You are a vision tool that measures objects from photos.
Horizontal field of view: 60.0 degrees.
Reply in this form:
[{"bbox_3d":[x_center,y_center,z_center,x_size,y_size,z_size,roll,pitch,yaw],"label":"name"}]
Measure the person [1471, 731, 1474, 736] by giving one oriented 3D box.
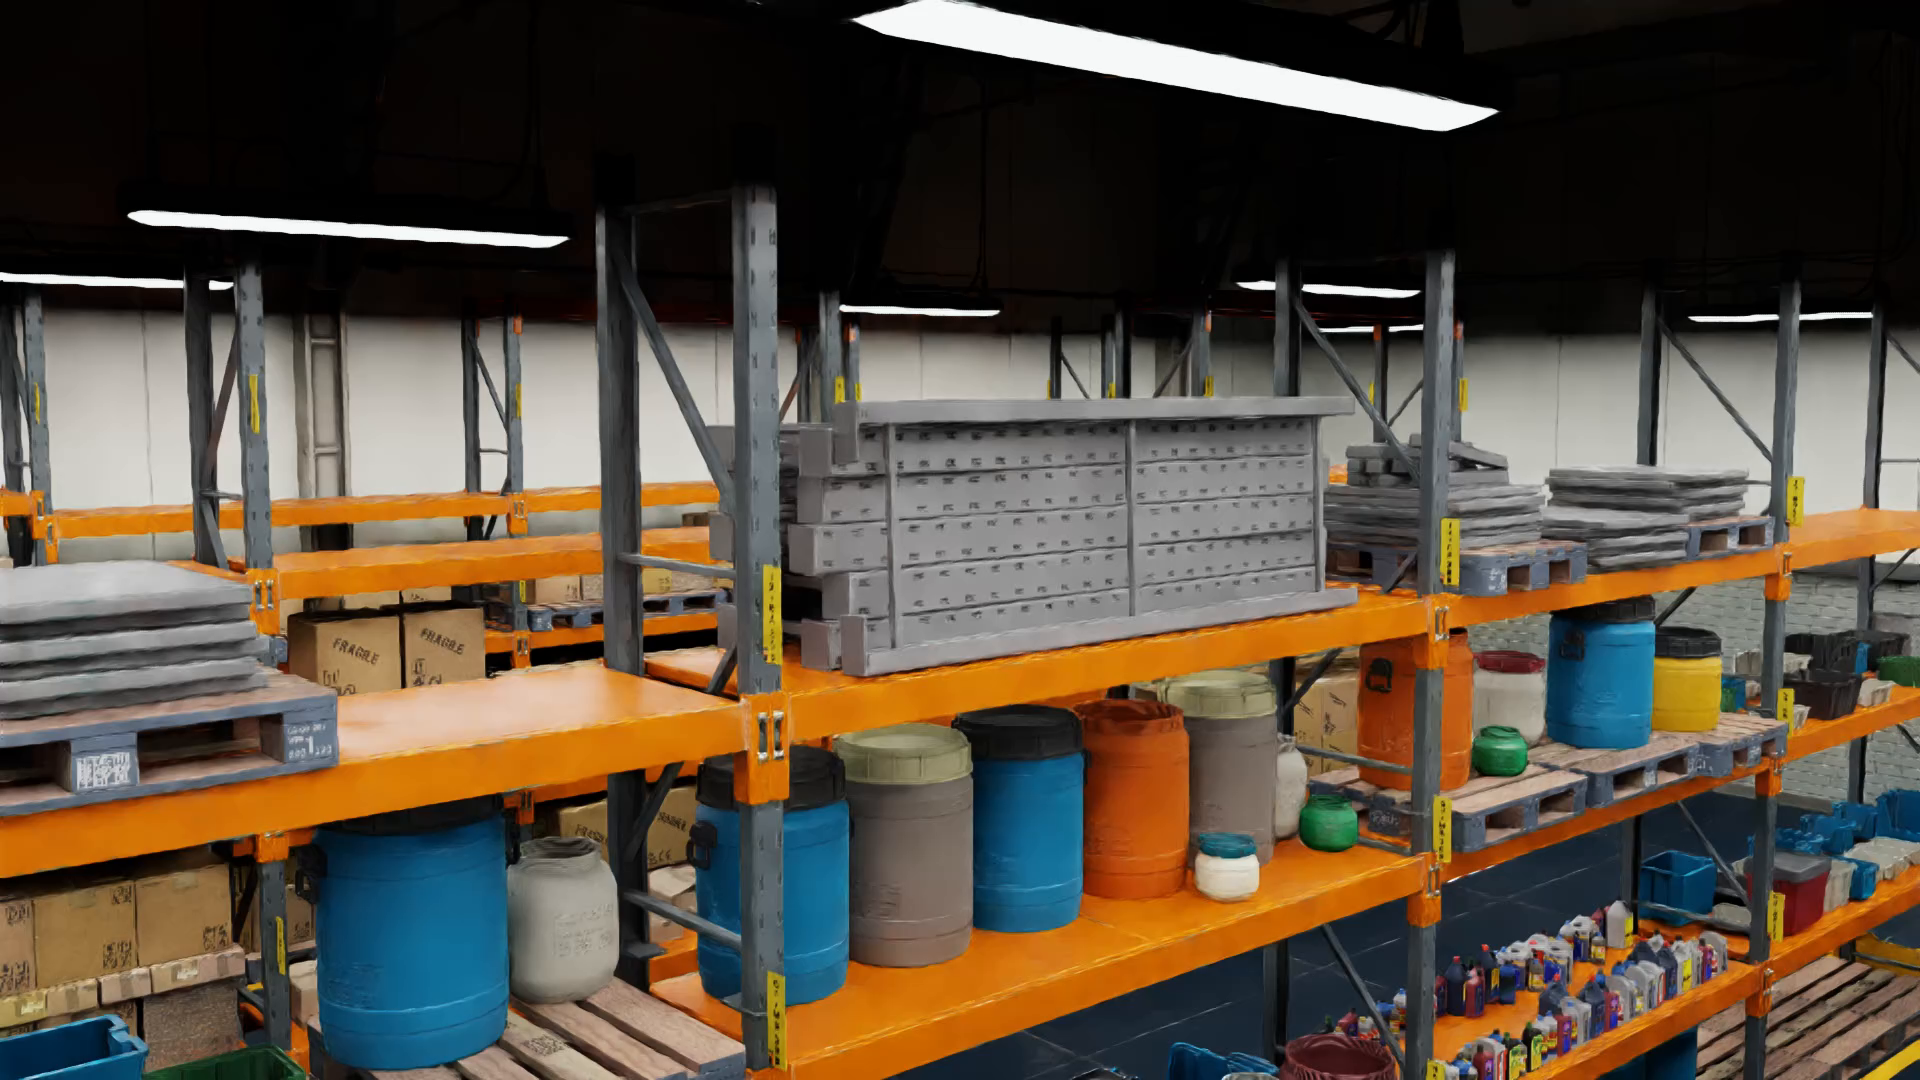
[{"bbox_3d":[6.181,2.430,20.018,0.674,1.672,0.552,0,5,-3],"label":"person"}]
